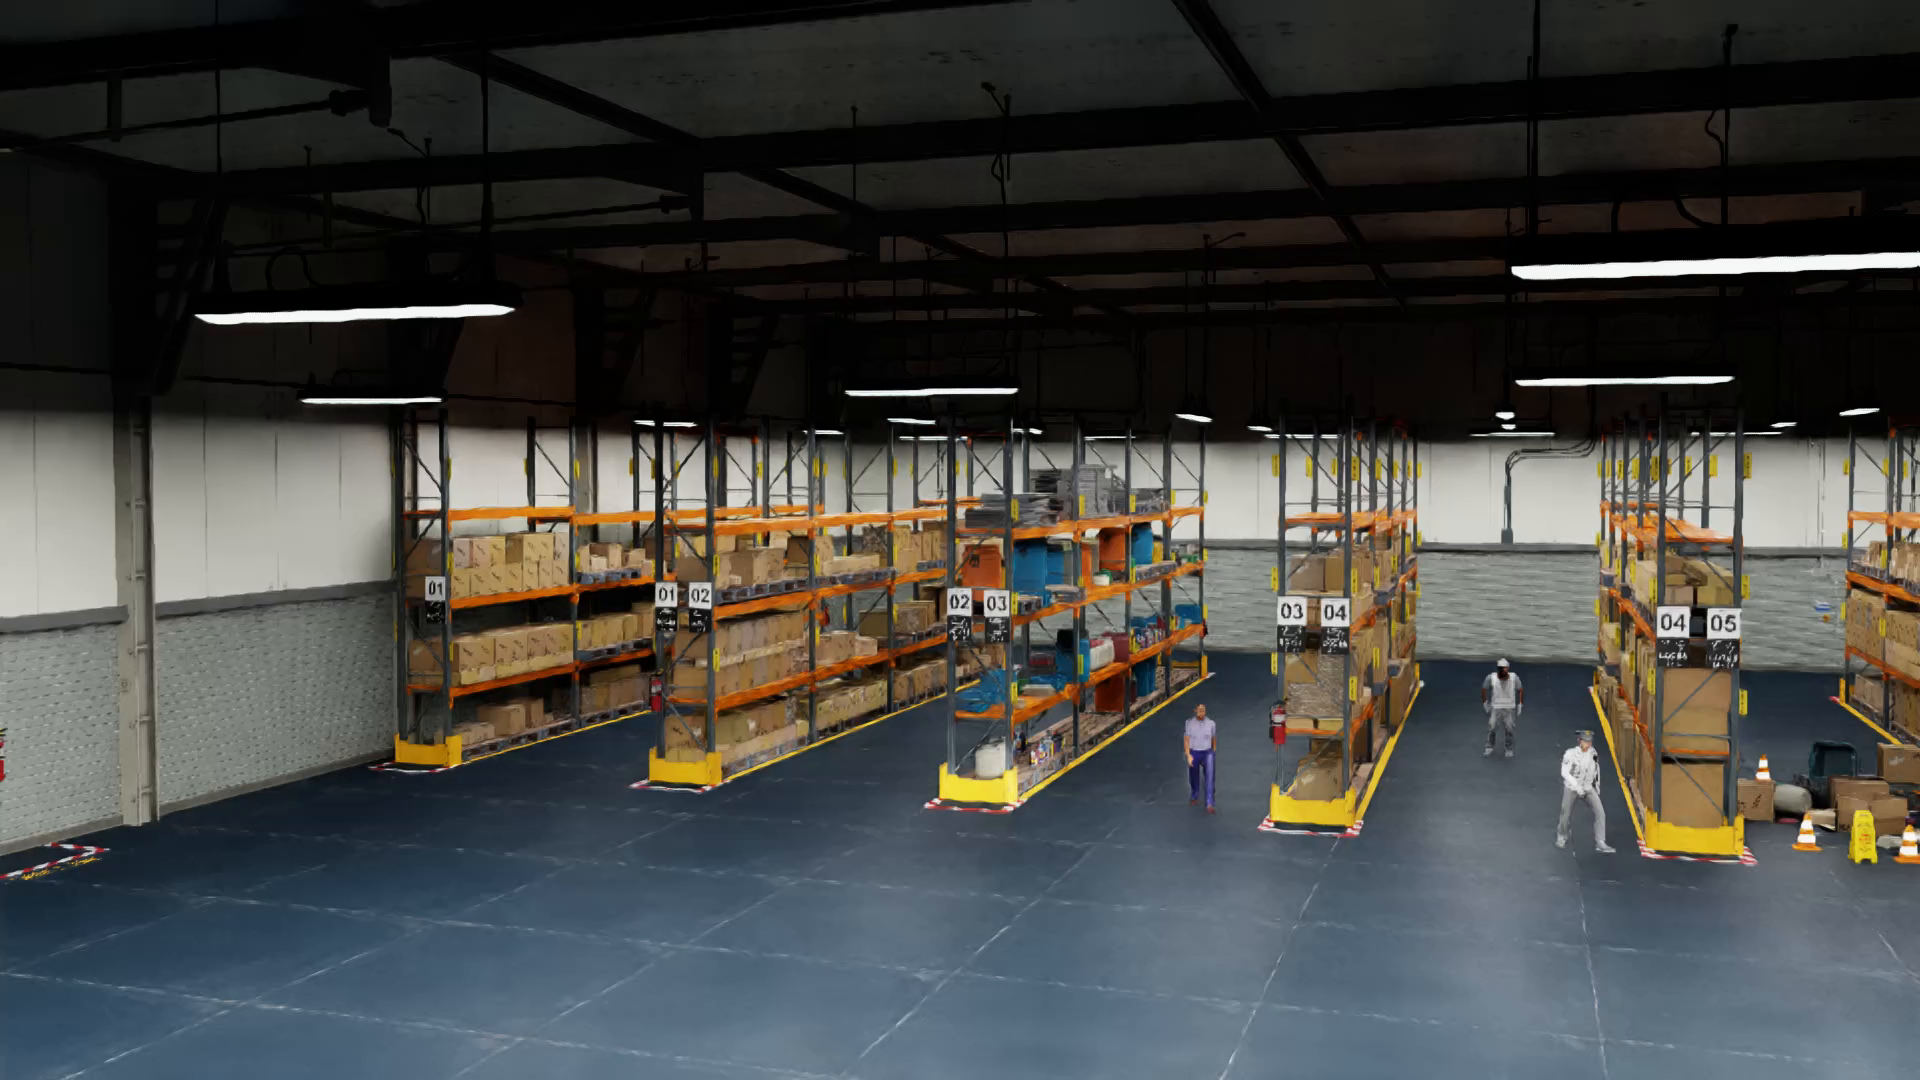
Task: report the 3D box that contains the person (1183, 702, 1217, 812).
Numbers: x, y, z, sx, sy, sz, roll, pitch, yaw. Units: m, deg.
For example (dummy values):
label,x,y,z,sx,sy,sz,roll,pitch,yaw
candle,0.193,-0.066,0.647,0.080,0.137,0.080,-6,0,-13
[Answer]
label,x,y,z,sx,sy,sz,roll,pitch,yaw
person,3.514,3.160,24.366,0.478,1.550,0.981,0,2,10

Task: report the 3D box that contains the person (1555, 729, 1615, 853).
label,x,y,z,sx,sy,sz,roll,pitch,yaw
person,8.131,3.254,21.759,0.638,1.615,0.774,0,2,-2

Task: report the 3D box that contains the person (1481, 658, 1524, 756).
label,x,y,z,sx,sy,sz,roll,pitch,yaw
person,9.404,2.905,28.845,0.702,1.735,0.549,1,3,16
